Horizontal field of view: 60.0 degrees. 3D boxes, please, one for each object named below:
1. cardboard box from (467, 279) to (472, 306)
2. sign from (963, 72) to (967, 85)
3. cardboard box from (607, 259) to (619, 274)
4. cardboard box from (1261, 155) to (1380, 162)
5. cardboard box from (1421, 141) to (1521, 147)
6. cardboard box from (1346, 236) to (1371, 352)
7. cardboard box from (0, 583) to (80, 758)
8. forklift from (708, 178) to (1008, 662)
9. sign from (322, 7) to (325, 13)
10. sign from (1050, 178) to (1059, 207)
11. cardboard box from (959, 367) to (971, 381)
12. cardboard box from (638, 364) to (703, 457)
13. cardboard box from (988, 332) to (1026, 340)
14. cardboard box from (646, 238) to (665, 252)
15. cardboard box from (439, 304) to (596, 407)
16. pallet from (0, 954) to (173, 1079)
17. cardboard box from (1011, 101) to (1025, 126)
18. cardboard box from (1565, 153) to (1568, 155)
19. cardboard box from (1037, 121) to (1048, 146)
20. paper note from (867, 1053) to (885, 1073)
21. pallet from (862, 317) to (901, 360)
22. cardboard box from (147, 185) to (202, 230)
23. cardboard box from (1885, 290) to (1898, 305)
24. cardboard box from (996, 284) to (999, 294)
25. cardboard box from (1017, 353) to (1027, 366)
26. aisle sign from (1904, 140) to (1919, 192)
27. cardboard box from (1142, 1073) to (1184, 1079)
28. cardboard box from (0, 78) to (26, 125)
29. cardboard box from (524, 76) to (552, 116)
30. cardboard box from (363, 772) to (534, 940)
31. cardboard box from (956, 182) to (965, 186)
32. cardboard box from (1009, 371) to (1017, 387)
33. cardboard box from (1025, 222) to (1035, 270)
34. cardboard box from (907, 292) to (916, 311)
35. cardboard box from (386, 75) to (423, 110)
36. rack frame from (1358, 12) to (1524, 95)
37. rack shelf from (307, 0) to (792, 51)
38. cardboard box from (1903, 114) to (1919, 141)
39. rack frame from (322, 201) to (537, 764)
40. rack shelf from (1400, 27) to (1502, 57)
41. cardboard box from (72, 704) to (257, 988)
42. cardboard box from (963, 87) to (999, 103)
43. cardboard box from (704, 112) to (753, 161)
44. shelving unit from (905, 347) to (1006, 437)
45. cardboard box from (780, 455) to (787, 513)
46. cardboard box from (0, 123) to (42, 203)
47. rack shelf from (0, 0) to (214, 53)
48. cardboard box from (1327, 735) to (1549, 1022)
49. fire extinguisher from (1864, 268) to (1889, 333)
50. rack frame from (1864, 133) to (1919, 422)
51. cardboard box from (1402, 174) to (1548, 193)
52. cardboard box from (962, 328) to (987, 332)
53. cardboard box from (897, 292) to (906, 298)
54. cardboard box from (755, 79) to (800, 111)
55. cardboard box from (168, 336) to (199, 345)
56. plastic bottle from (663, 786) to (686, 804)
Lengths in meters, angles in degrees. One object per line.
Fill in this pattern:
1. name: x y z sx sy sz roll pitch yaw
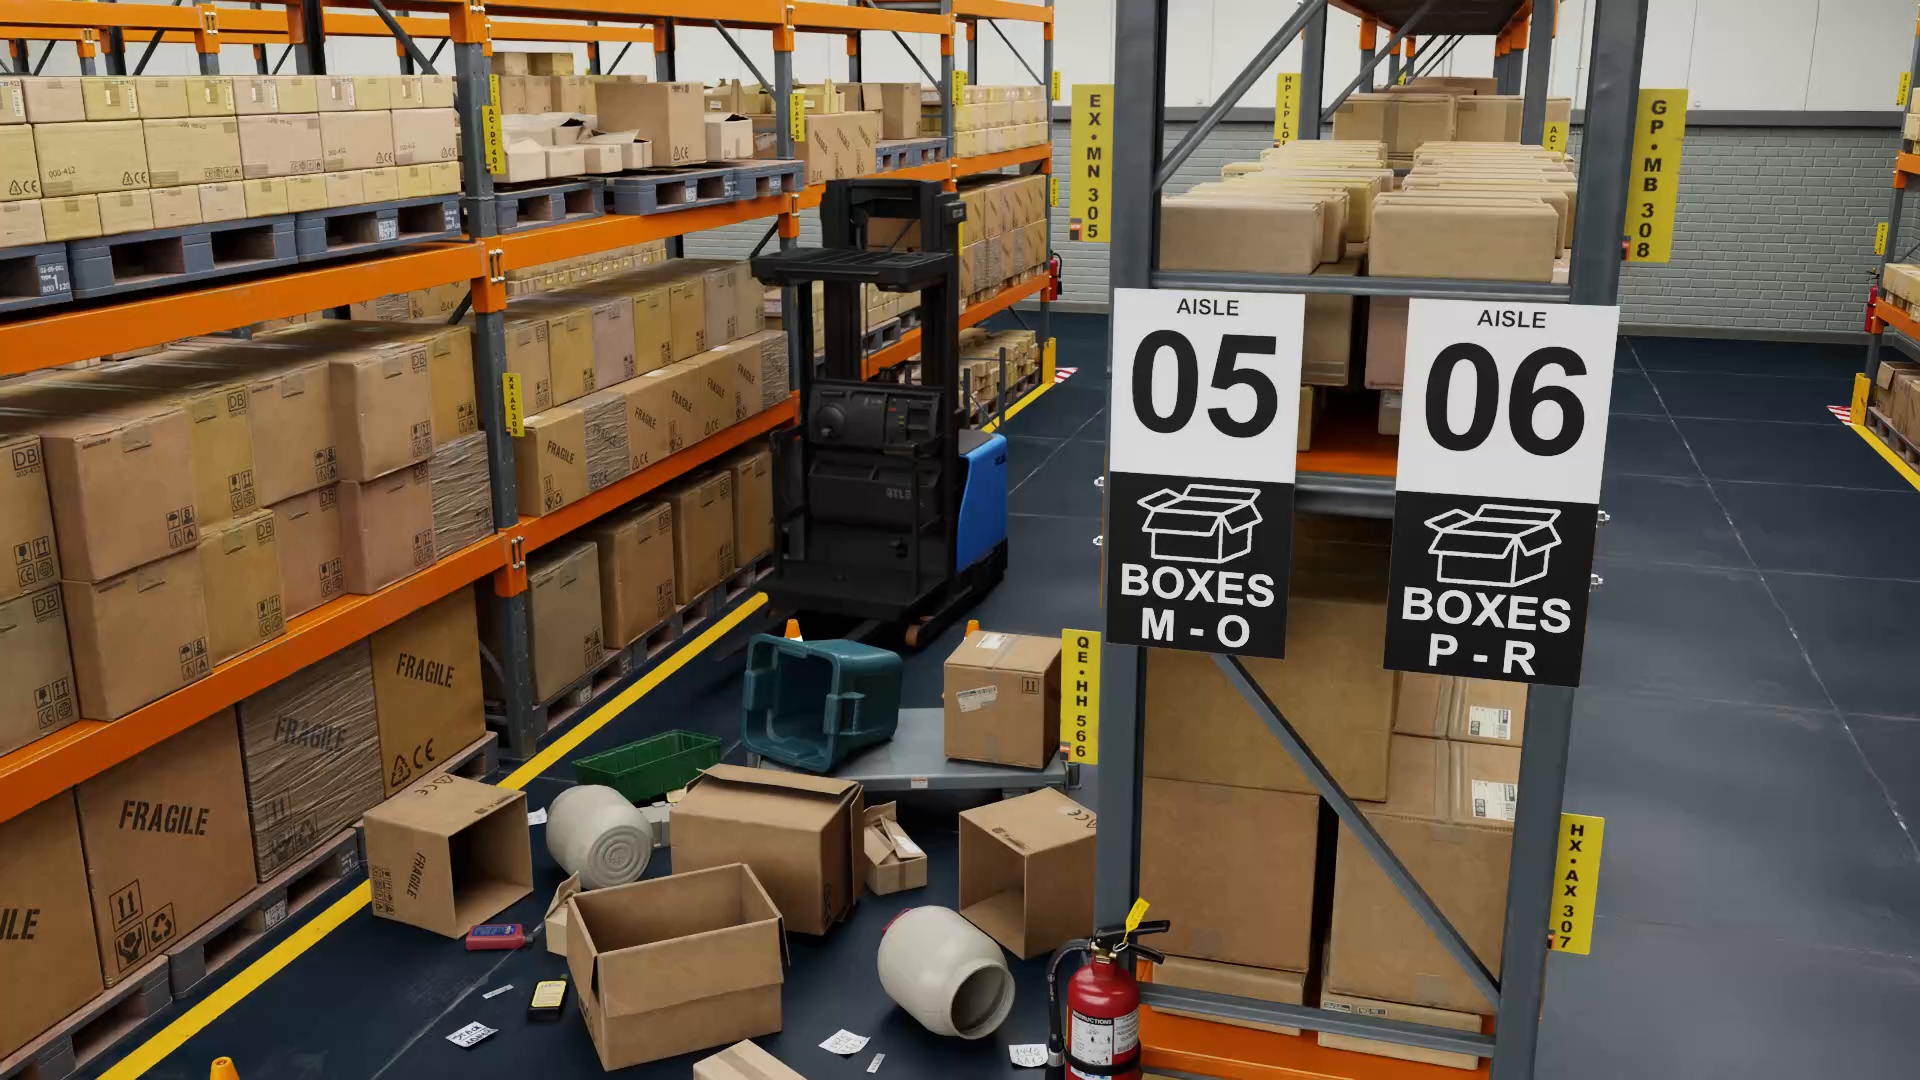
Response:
1. cardboard box: -5.153 -2.691 17.136 0.500 0.500 0.500 5 16 16
2. sign: 0.061 -5.327 19.515 0.100 0.325 0.005 5 16 16
3. cardboard box: -4.293 -3.258 19.779 0.380 0.149 0.250 5 16 16
4. cardboard box: 1.226 -1.228 5.665 0.380 0.149 0.250 4 16 15
5. cardboard box: 2.065 -1.531 6.731 0.380 0.149 0.250 5 17 17
6. cardboard box: 0.853 -0.677 4.454 0.500 0.250 0.500 4 16 15
7. cardboard box: -3.768 0.446 5.985 0.875 0.550 0.550 5 16 16
8. forklift: -0.651 -0.826 10.872 1.130 2.935 3.031 6 17 20
9. sign: -8.362 -6.909 21.789 0.100 0.325 0.005 5 16 16
10. sign: 1.108 -4.082 19.524 0.100 0.325 0.005 5 16 16
11. cardboard box: -0.099 -1.703 17.202 0.380 0.149 0.250 4 16 15
12. cardboard box: -1.989 -0.842 10.619 0.500 0.500 0.500 5 17 17
13. cardboard box: 0.548 -2.319 19.372 0.380 0.149 0.250 5 17 17
14. cardboard box: -4.028 -3.756 20.805 0.500 0.250 0.500 4 16 15
15. cardboard box: -2.549 -1.076 9.611 0.700 0.500 0.500 4 16 15
16. pallet: -3.813 1.891 6.277 1.003 0.211 1.213 5 16 16
17. cardboard box: 0.402 -4.625 18.000 0.500 0.250 0.500 5 17 17
18. cardboard box: 2.640 -1.752 8.018 0.500 0.250 0.500 4 16 15
19. cardboard box: 0.706 -4.653 19.015 0.500 0.250 0.500 4 16 15
20. paper note: -0.318 1.985 6.313 0.032 0.001 0.123 5 16 16
21. pallet: -1.169 -1.757 14.380 1.003 0.211 1.213 5 16 16
22. cardboard box: -3.130 -1.270 6.319 0.380 0.149 0.250 5 17 16
23. cardboard box: 9.760 -2.495 17.088 0.380 0.149 0.250 4 16 15
24. cardboard box: 0.198 -2.725 17.900 0.380 0.149 0.250 5 17 18
25. cardboard box: 0.559 -2.099 19.142 0.380 0.149 0.250 4 16 14
26. aisle sign: 9.854 -3.972 17.070 0.394 0.787 0.004 5 16 16
27. cardboard box: 0.787 1.652 4.903 0.500 0.500 0.500 5 17 16
28. cardboard box: -3.348 -1.453 5.503 0.380 0.149 0.250 5 17 16
29. cardboard box: -4.960 -4.877 18.395 0.700 0.500 0.500 6 17 19
30. cardboard box: -2.286 1.405 7.455 0.500 0.500 0.500 8 18 25
31. cardboard box: -0.248 -3.597 17.952 0.500 0.500 0.500 4 16 14
32. cardboard box: 0.428 -1.823 18.716 0.380 0.149 0.250 4 16 13
33. cardboard box: 0.549 -3.341 18.883 0.500 0.500 0.500 4 16 15
34. cardboard box: -0.624 -2.204 15.293 0.380 0.149 0.250 5 16 16
35. cardboard box: -2.699 -2.052 7.614 0.380 0.149 0.250 5 16 16
36. rack frame: 3.083 -3.857 10.438 1.000 3.000 0.127 5 16 16
37. rack shelf: -2.260 -3.153 10.006 1.077 0.370 4.000 5 16 16
38. cardboard box: 9.728 -4.099 16.518 0.500 0.250 0.500 4 16 15
39. rack frame: -2.829 -0.282 8.827 1.000 3.000 0.127 5 16 16
40. rack shelf: 4.788 -4.889 16.125 1.077 0.370 4.000 5 16 16
41. cardboard box: -3.588 1.172 6.826 0.875 0.875 0.875 4 16 15
42. cardboard box: 0.179 -4.576 17.096 0.380 0.149 0.250 5 17 19
43. cardboard box: -1.701 -2.682 11.002 0.500 0.311 0.500 5 16 16
44. shelving unit: -0.024 -0.699 13.046 0.538 1.500 1.048 5 16 16
45. cardboard box: -1.246 -0.493 13.383 0.500 0.500 0.500 4 16 14
46. cardboard box: -3.439 -1.239 5.481 0.500 0.250 0.500 4 16 15
47. rack shelf: -6.987 -3.564 11.455 1.077 0.370 4.000 5 16 16
48. cardboard box: 1.210 0.828 4.184 0.500 0.500 0.500 4 16 15
49. fire extinguisher: 9.715 -2.538 17.605 0.296 0.674 0.183 5 16 16
50. rack frame: 10.116 -2.680 17.282 1.000 3.000 0.127 5 16 16
51. cardboard box: 1.414 -0.921 4.582 0.380 0.149 0.250 5 16 16
52. cardboard box: 0.107 -2.428 19.756 0.380 0.149 0.250 4 16 13
53. cardboard box: -0.699 -2.274 14.997 0.380 0.149 0.250 4 16 14
54. cardboard box: -1.480 -3.652 13.625 0.396 0.266 0.258 5 16 16
55. cardboard box: -6.534 -1.845 13.386 0.500 0.500 0.500 3 16 9
56. plastic bottle: -1.460 1.321 8.560 0.133 0.061 0.283 -4 16 -13
